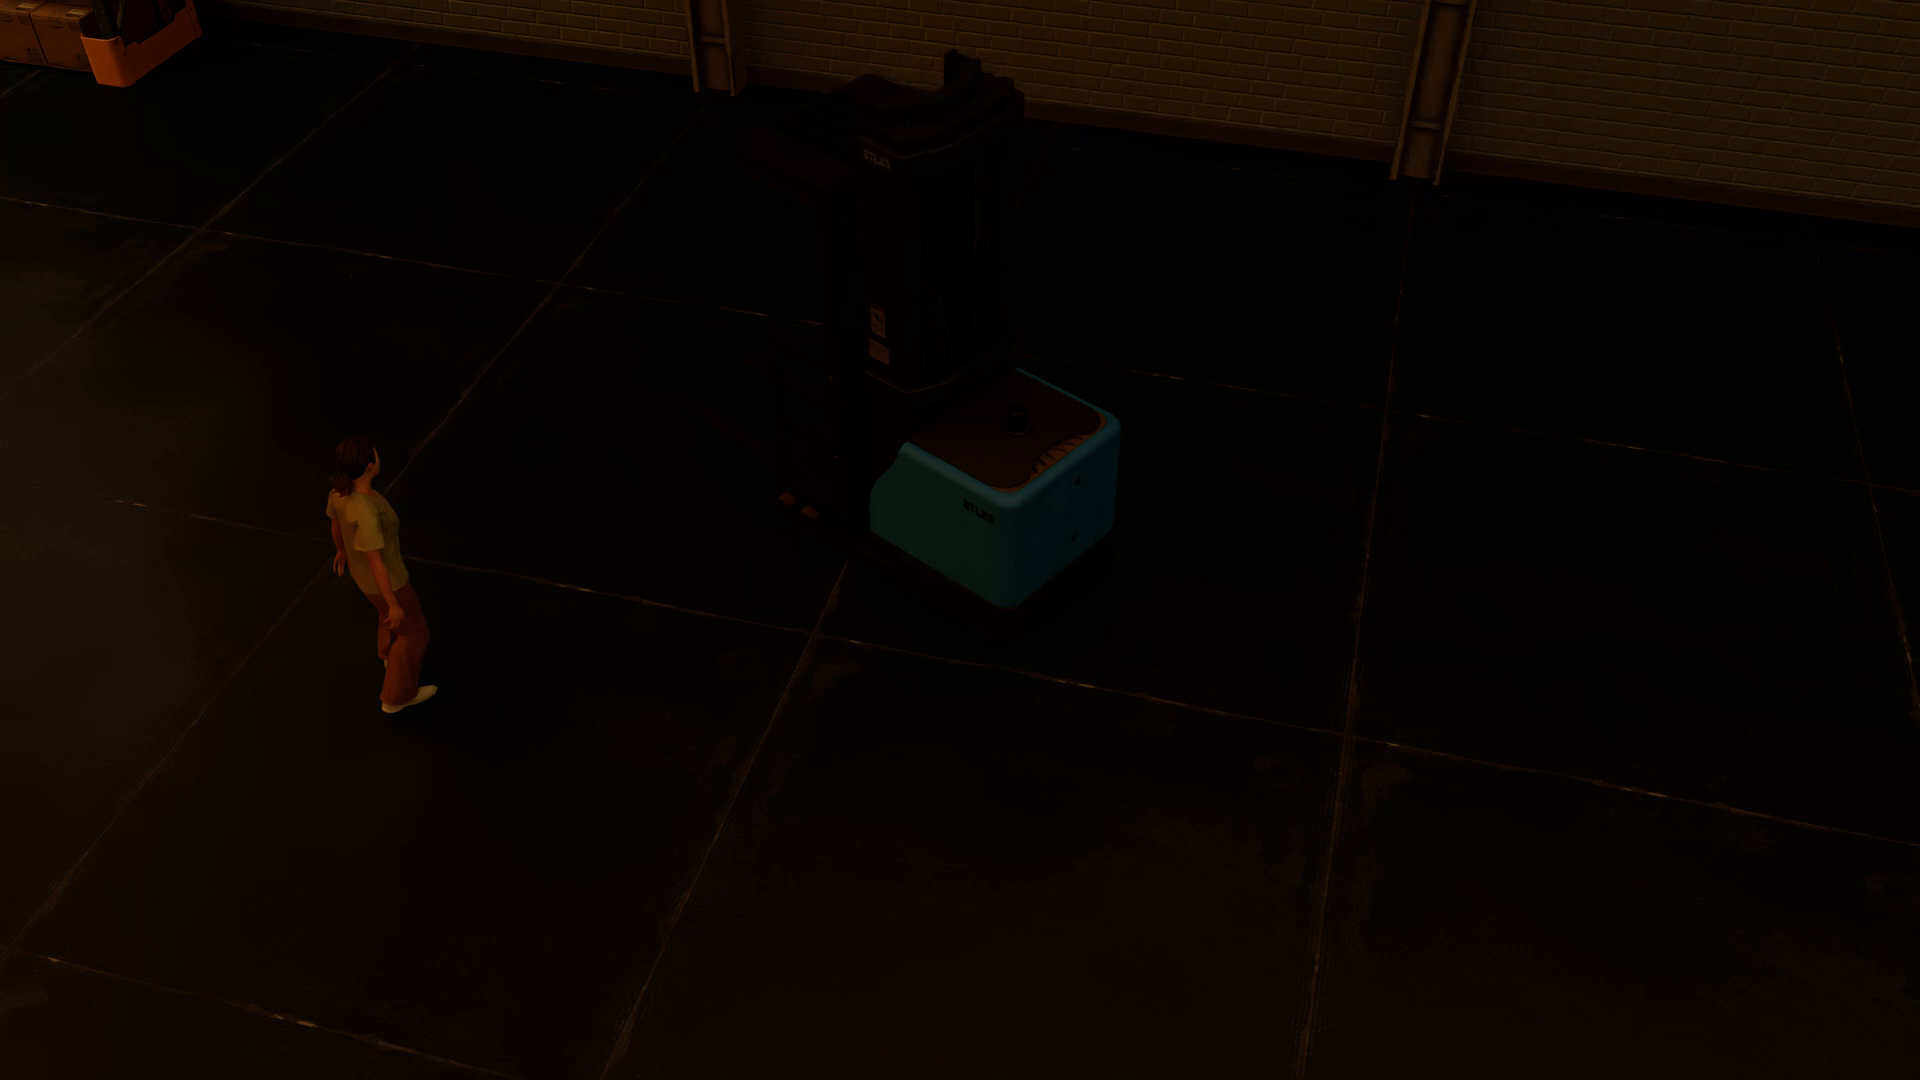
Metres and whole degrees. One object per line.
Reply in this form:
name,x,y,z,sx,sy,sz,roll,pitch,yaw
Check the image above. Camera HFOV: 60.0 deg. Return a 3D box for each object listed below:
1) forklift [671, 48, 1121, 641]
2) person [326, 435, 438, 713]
forklift,-0.525,-1.373,9.428,3.031,2.935,1.130,30,49,30
person,-3.046,0.182,8.659,0.403,1.643,0.808,-26,48,-27
